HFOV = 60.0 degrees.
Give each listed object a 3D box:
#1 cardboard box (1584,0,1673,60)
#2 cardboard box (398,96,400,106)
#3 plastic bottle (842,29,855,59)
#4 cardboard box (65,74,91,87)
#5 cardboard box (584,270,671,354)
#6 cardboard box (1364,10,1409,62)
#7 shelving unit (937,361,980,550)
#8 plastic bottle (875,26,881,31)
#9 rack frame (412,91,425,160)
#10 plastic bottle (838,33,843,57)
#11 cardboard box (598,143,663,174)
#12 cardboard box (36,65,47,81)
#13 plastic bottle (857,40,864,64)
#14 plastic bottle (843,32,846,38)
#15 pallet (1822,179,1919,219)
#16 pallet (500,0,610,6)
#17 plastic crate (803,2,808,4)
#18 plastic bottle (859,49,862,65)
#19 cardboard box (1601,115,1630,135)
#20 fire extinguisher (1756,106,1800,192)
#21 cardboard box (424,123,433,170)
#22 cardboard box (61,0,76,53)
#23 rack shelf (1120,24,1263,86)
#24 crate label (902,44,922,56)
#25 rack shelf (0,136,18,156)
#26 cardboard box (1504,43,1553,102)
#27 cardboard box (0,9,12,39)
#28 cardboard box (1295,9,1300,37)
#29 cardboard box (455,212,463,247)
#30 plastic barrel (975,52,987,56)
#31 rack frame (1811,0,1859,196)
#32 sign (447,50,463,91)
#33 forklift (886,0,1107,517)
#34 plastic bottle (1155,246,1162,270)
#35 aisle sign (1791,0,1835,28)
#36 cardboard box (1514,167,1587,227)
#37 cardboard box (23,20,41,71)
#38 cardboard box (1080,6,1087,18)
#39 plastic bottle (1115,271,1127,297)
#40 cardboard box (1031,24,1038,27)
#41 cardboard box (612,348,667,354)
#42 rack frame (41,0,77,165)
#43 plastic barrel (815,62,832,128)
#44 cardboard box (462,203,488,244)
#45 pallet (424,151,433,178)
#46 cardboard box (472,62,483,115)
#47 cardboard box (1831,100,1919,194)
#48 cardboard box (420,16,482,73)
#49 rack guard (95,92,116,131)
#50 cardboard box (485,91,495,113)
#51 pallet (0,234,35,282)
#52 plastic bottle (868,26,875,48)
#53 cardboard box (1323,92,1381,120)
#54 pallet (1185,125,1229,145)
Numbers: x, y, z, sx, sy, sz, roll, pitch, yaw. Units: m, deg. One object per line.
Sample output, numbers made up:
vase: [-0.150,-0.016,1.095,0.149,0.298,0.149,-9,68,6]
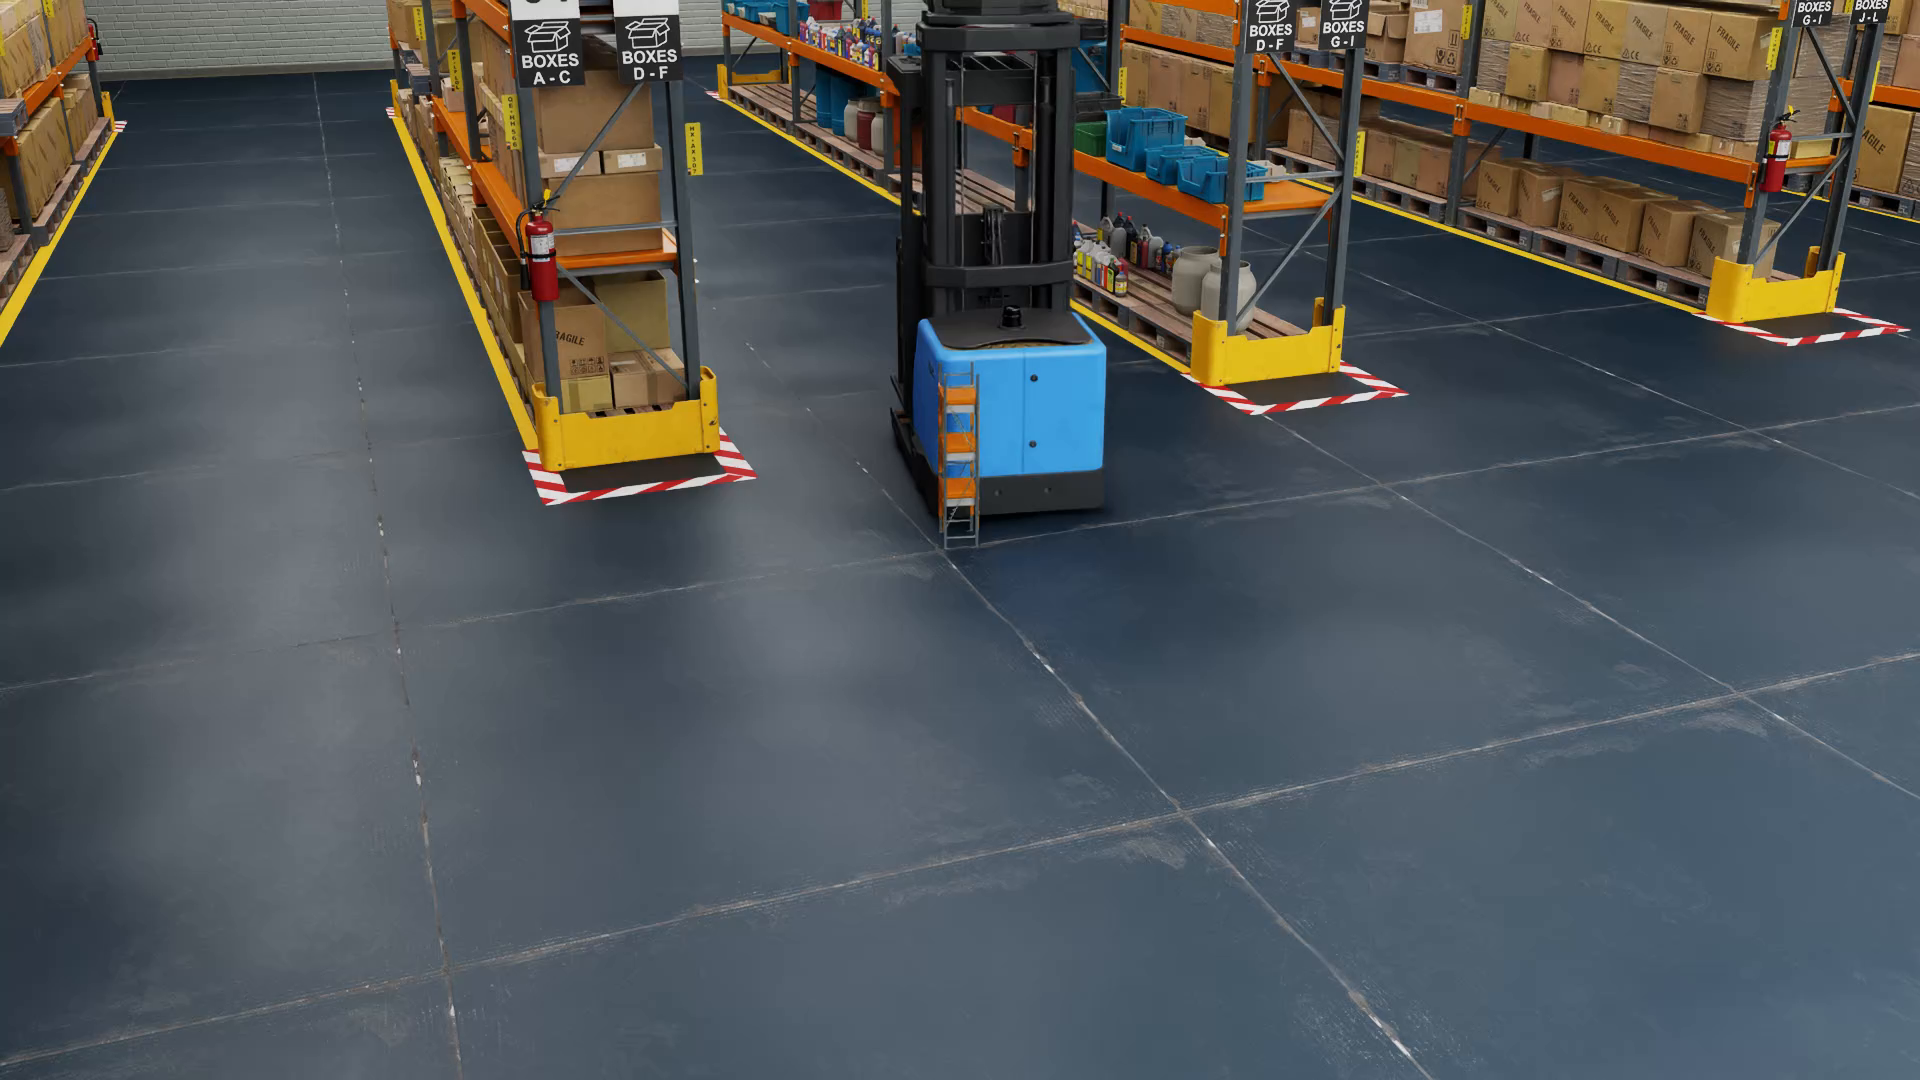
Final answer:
cardboard box: [6.105,-4.686,15.206,0.500,0.500,0.500,-8,24,-19]
cardboard box: [-7.951,-6.393,24.137,0.380,0.166,0.250,-8,24,-19]
plastic bottle: [-1.367,-6.102,20.429,0.144,0.351,0.185,-8,24,-19]
cardboard box: [-11.942,-6.183,22.400,0.380,0.149,0.250,-9,24,-20]
cardboard box: [-2.373,-1.651,11.839,0.500,0.500,0.500,-8,24,-19]
cardboard box: [4.944,-5.642,18.600,0.797,0.503,0.637,-6,24,-14]
shelving unit: [-0.008,-0.480,9.535,0.215,1.050,0.252,-3,23,-6]
plastic bottle: [-1.021,-6.490,21.445,0.152,0.276,0.135,-8,24,-19]
rack frame: [-6.452,-6.332,20.912,1.000,3.000,0.127,-8,24,-19]
plastic bottle: [-1.462,-6.123,20.565,0.061,0.283,0.133,-8,24,-19]
cardboard box: [-2.150,-2.489,10.830,0.380,0.149,0.250,-9,24,-19]
cardboard box: [-10.392,-5.184,18.485,0.380,0.149,0.250,-8,24,-19]
plastic bottle: [-1.189,-5.856,19.948,0.097,0.271,0.097,0,23,0]
plastic bottle: [-1.405,-6.131,20.585,0.061,0.283,0.133,-8,24,-19]
pallet: [10.514,-3.855,18.625,1.003,0.211,1.213,-8,24,-19]
pallet: [-2.439,-3.574,10.620,1.003,0.211,1.213,-8,24,-19]
plastic crate: [-2.184,-7.564,23.909,0.437,0.282,0.530,-8,24,-19]
plastic bottle: [-1.154,-5.789,19.878,0.097,0.201,0.097,0,23,0]
cardboard box: [6.134,-3.820,15.275,0.380,0.149,0.250,-8,24,-19]
fire extinguisher: [6.665,-3.190,13.555,0.296,0.674,0.183,-8,24,-19]
cardboard box: [-5.963,-4.615,19.490,0.500,0.500,0.500,-9,25,-21]
cardboard box: [-11.781,-6.518,20.966,0.980,0.700,0.700,-10,25,-22]
rack shelf: [3.523,-6.632,22.549,1.077,0.370,4.000,-8,24,-19]
crate label: [-0.306,-5.175,18.122,0.502,0.435,0.616,-8,24,-19]
rack shelf: [-8.966,-3.140,14.264,1.077,0.370,4.000,-8,24,-19]
cardboard box: [5.887,-4.608,16.309,0.875,0.500,0.500,-8,24,-19]
cardboard box: [-9.782,-5.131,16.560,0.500,0.250,0.500,-9,24,-20]
cardboard box: [4.312,-6.497,21.174,0.500,0.500,0.500,-8,24,-17]
cardboard box: [-4.581,-3.018,16.048,0.500,0.250,0.500,-8,24,-18]
plastic barrel: [0.308,-5.111,17.871,0.421,0.512,0.421,0,23,0]
rack frame: [10.318,-5.427,18.765,1.000,3.000,0.127,-8,24,-19]
sign: [-4.130,-3.845,13.621,0.100,0.325,0.005,-8,24,-19]
forklift: [0.129,-2.028,10.788,1.130,2.935,3.031,-4,23,-9]
plastic bottle: [1.809,-2.537,14.943,0.097,0.201,0.097,0,23,0]
aisle sign: [6.797,-4.464,13.133,0.394,0.787,0.004,-8,24,-19]
cardboard box: [5.956,-3.467,16.792,0.500,0.500,0.500,-1,23,-2]
cardboard box: [-10.328,-5.343,18.027,0.500,0.500,0.500,-8,24,-19]
cardboard box: [2.038,-8.014,25.226,0.380,0.149,0.250,-8,24,-18]
plastic bottle: [1.363,-2.171,14.075,0.097,0.201,0.097,0,23,0]
cardboard box: [1.704,-8.137,27.387,0.875,0.875,0.875,-8,24,-19]
cardboard box: [-2.375,-1.305,11.984,0.500,0.250,0.500,-8,24,-19]
rack frame: [-11.085,-5.651,19.296,1.000,3.000,0.127,-8,24,-19]
plastic barrel: [-1.641,-6.037,22.373,0.600,0.901,0.708,-8,24,-19]
cardboard box: [-4.227,-2.906,15.061,0.500,0.311,0.500,-8,24,-18]
pallet: [-6.130,-4.757,20.765,1.003,0.211,1.213,-8,24,-19]
cardboard box: [-4.431,-4.318,16.003,0.500,0.500,0.500,-10,25,-22]
cardboard box: [10.475,-4.404,18.531,0.875,0.875,0.875,-8,24,-18]
cardboard box: [-5.367,-5.332,17.869,0.700,0.500,0.500,-18,29,-36]
rack guard: [-12.507,-5.962,23.251,1.175,0.500,0.348,-8,24,-19]
cardboard box: [-3.531,-3.462,13.137,0.380,0.149,0.250,-9,24,-20]
pallet: [-9.398,-2.629,15.715,1.003,0.211,1.213,-8,24,-19]
plastic bottle: [-1.131,-6.464,21.389,0.097,0.271,0.097,0,23,0]
cardboard box: [4.691,-5.203,19.918,0.500,0.250,0.500,-6,23,-13]
pallet: [3.594,-5.691,22.981,1.003,0.211,1.213,-8,24,-19]
